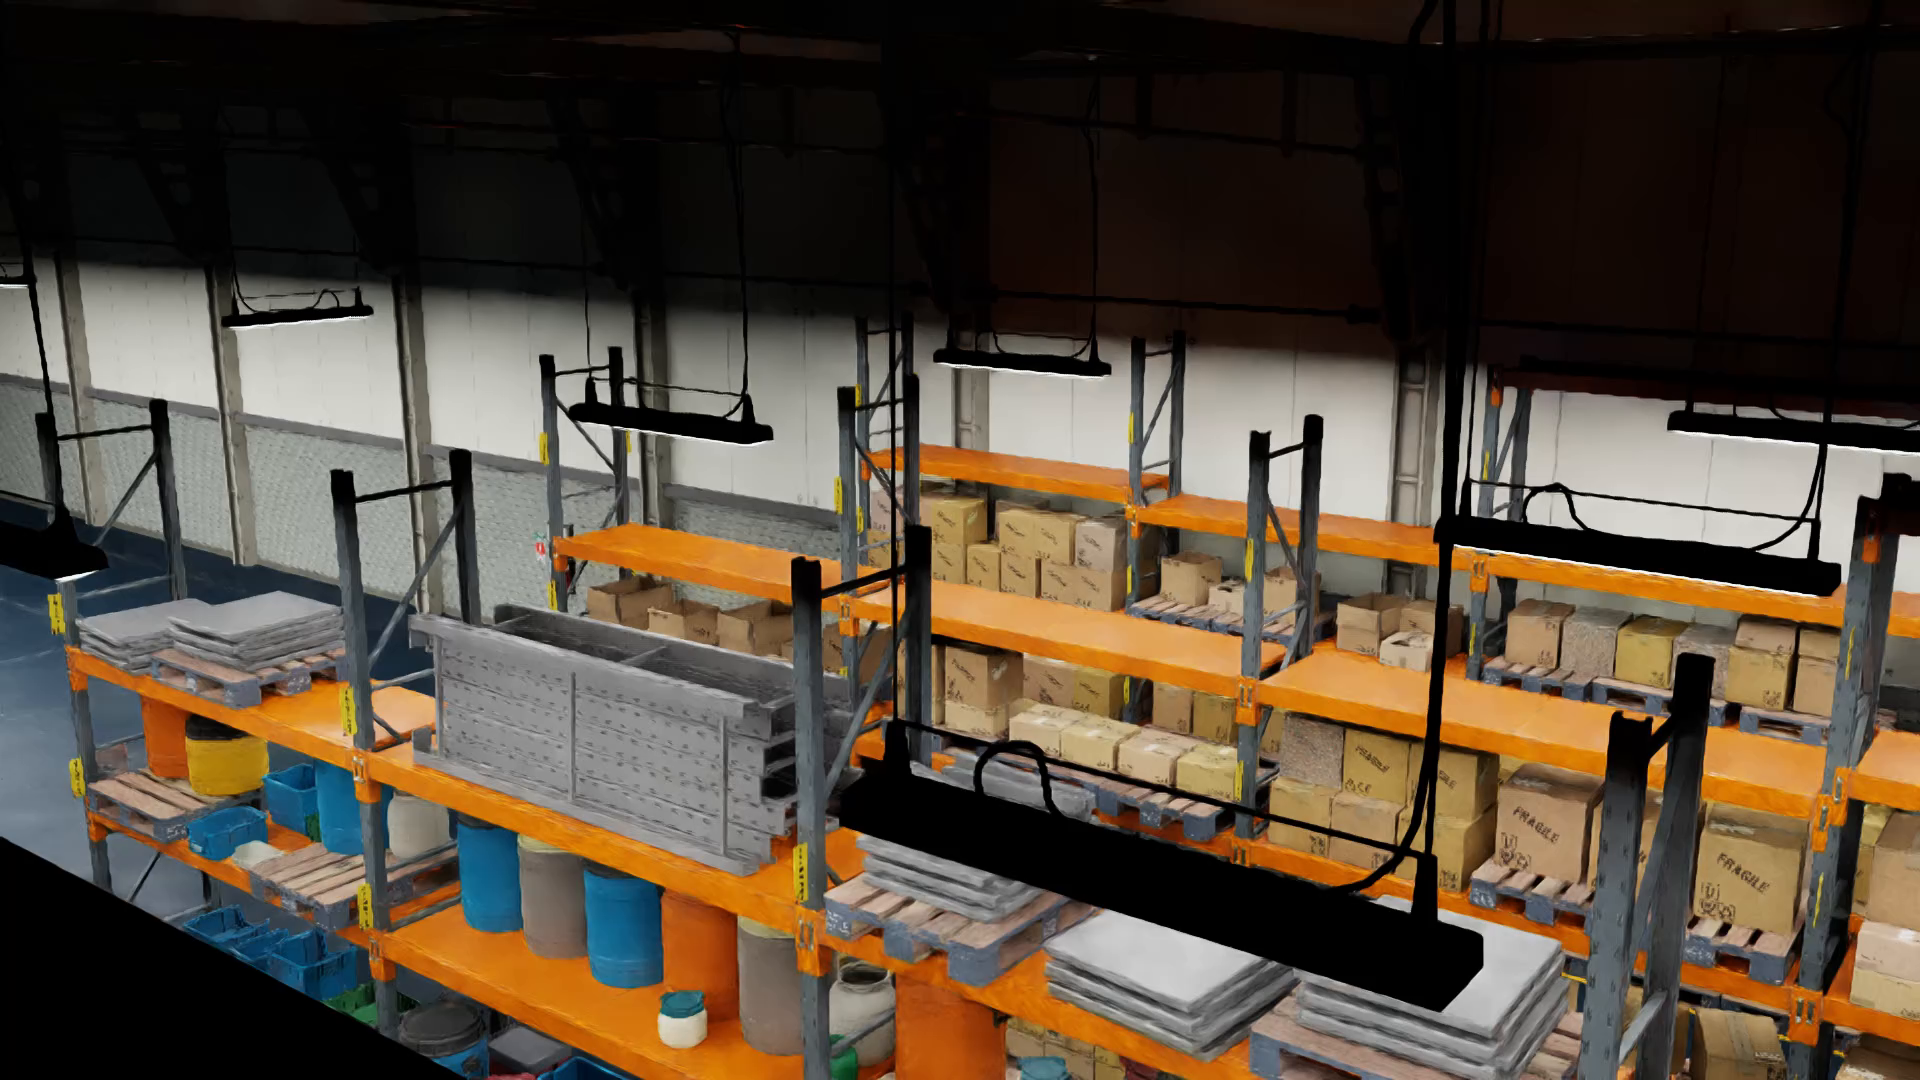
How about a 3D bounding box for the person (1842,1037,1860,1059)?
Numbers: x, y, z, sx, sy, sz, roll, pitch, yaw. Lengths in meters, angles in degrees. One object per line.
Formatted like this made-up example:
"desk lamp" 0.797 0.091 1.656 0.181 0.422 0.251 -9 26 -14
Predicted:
"person" 6.797 4.485 12.417 0.518 1.604 0.592 9 16 34
